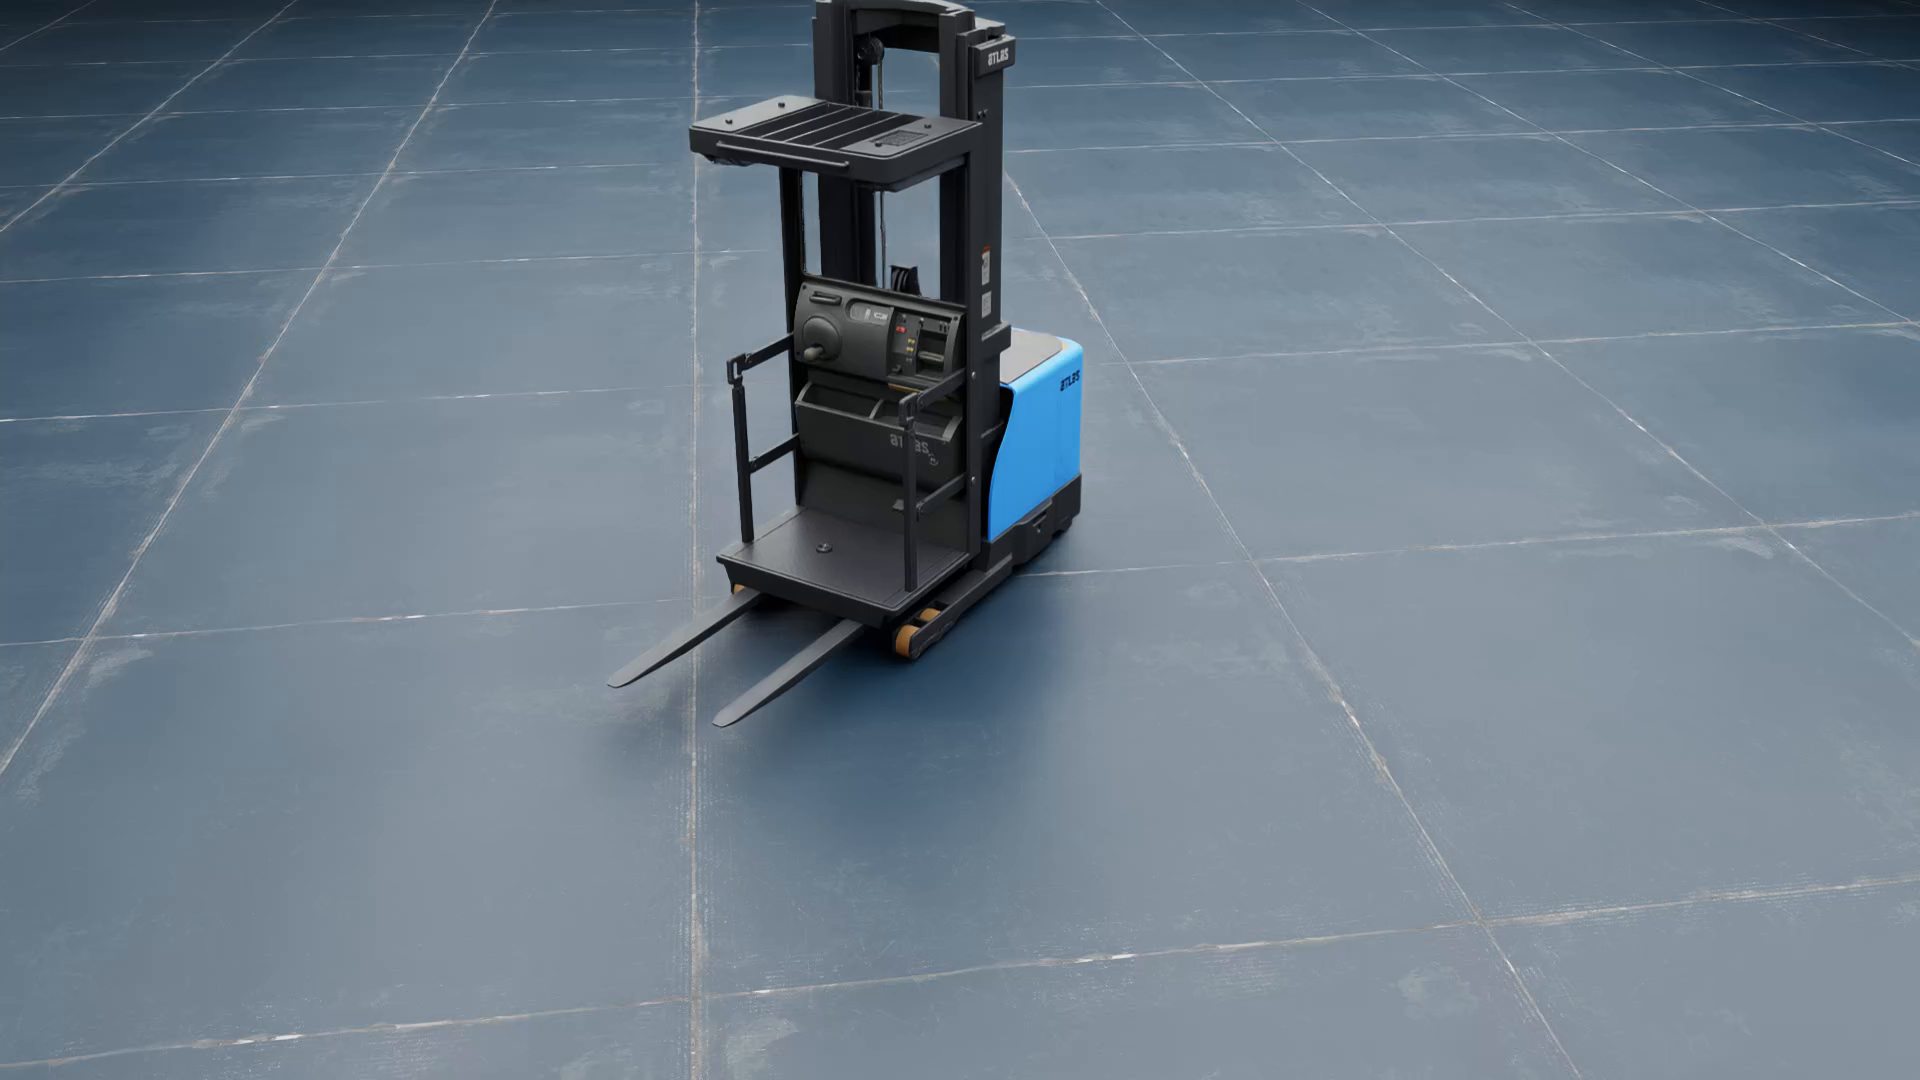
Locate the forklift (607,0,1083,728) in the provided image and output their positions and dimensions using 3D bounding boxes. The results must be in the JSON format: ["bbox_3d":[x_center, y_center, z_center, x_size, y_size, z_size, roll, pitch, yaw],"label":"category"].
[{"bbox_3d":[-0.518,-0.965,7.919,1.130,2.935,3.031,16,31,28],"label":"forklift"}]
